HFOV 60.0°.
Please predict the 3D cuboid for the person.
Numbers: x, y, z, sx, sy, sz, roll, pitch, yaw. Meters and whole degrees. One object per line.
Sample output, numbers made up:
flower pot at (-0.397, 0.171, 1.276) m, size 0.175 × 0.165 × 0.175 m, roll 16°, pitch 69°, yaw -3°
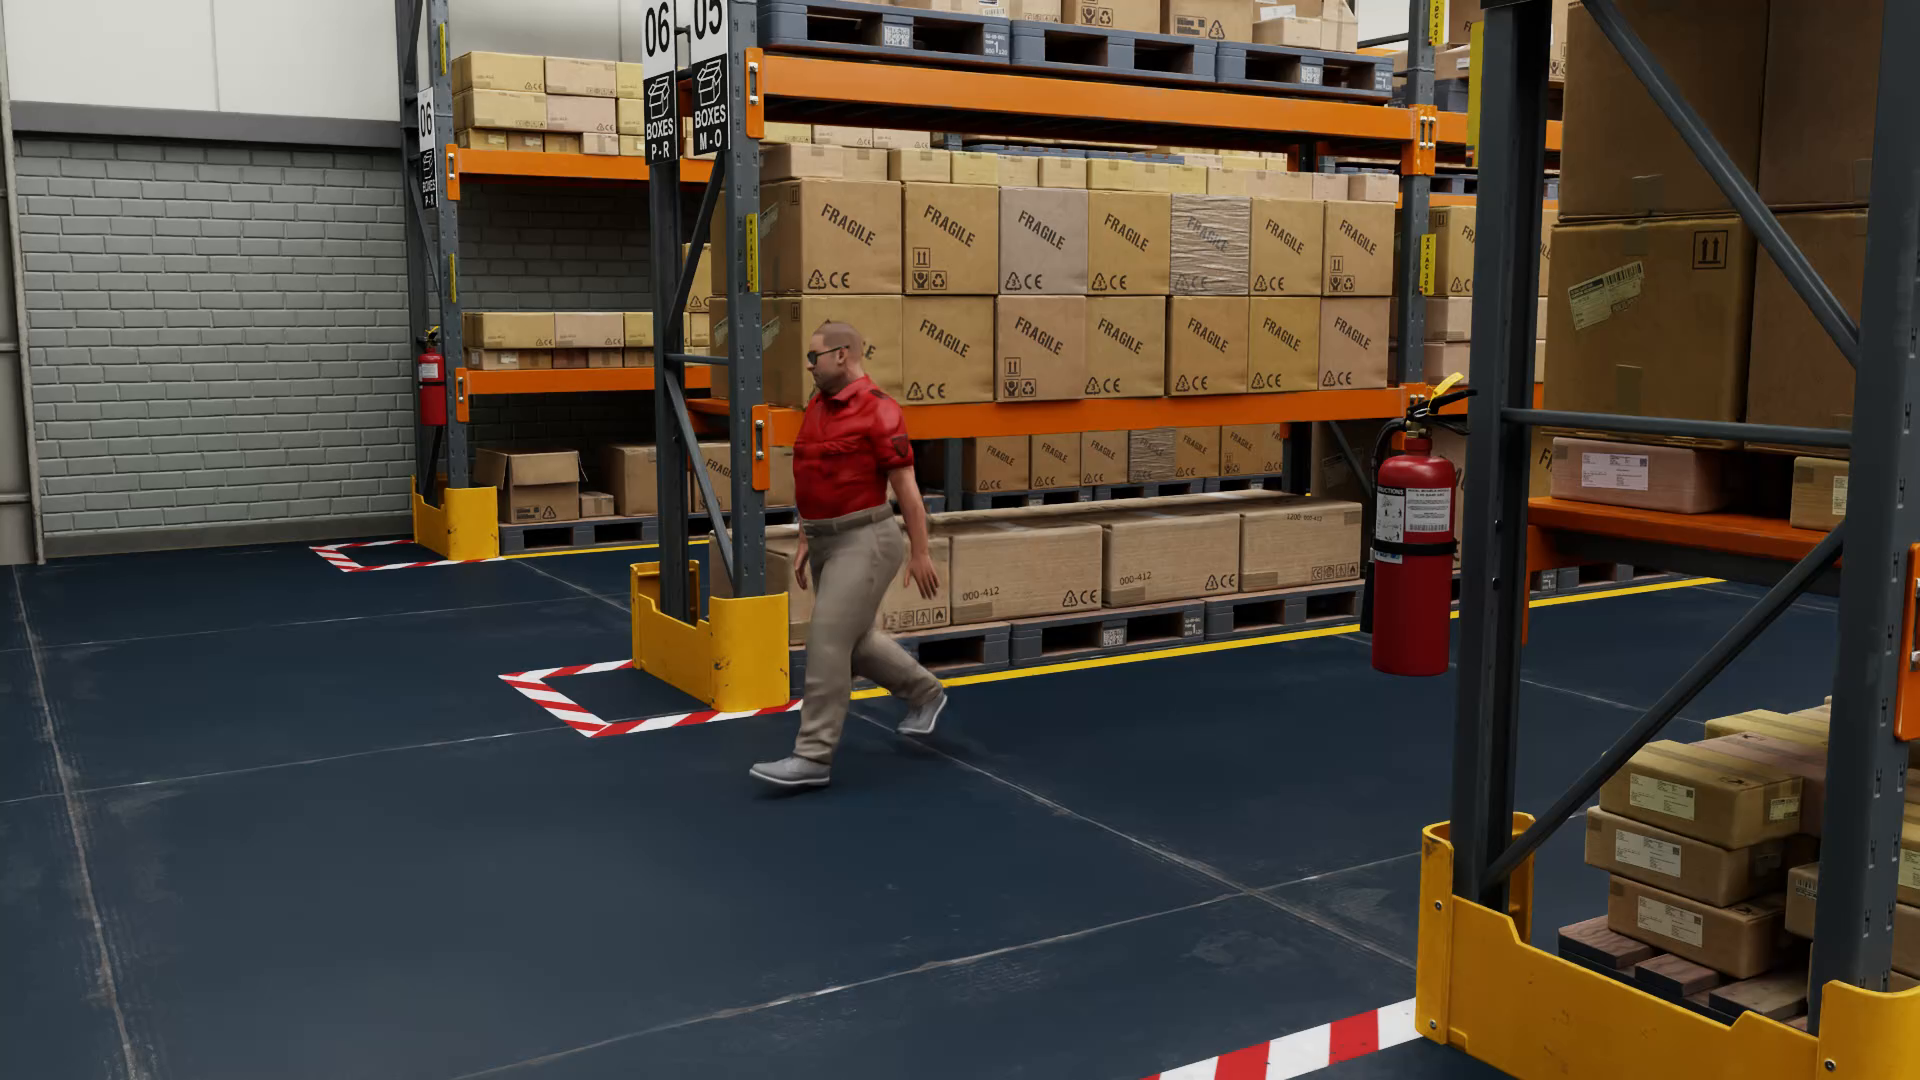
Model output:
person at (-0.398, 0.032, 6.218) m, size 1.012 × 1.683 × 0.599 m, roll -6°, pitch 10°, yaw -35°
